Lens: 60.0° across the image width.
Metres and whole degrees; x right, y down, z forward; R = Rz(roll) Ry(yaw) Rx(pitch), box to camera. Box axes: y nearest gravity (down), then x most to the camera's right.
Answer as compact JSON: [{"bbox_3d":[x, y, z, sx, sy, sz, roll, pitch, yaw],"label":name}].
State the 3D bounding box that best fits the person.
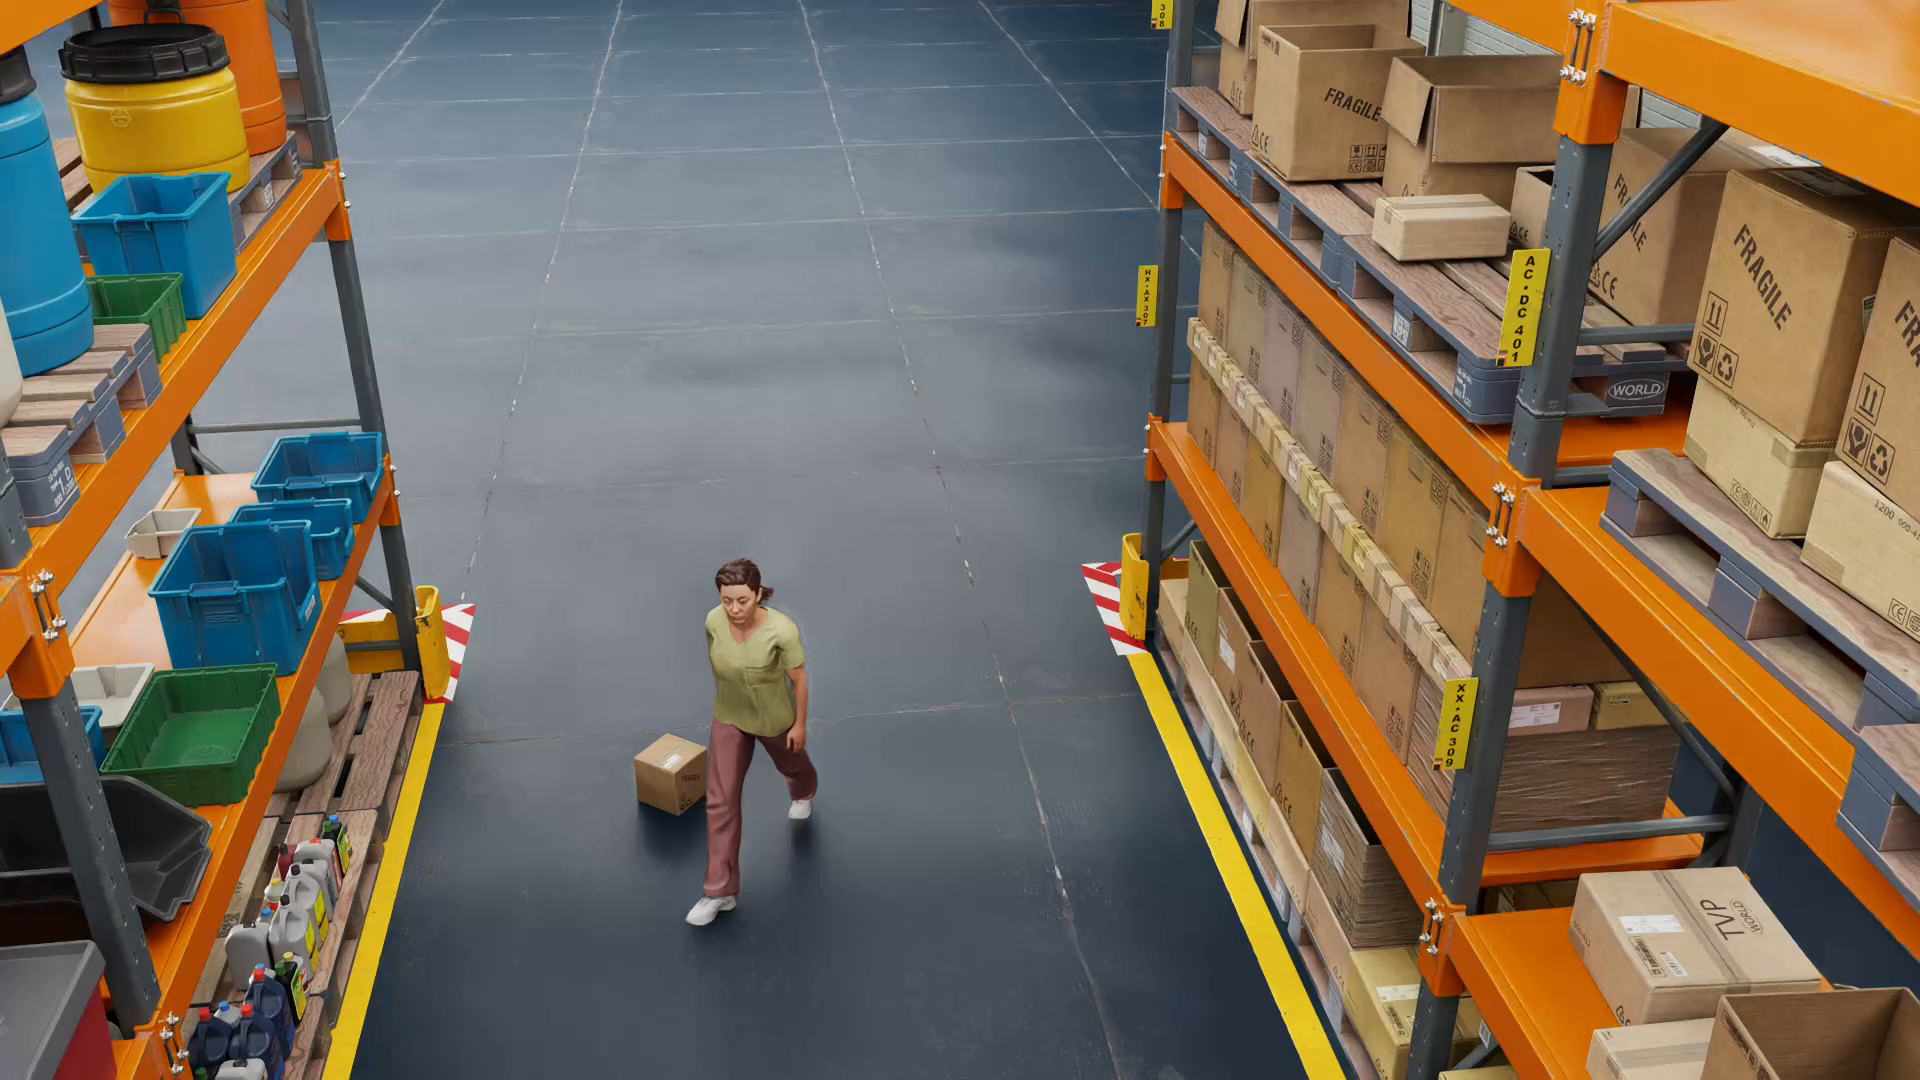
[{"bbox_3d":[-0.867,0.762,7.189,0.451,1.604,1.097,5,28,9],"label":"person"}]
